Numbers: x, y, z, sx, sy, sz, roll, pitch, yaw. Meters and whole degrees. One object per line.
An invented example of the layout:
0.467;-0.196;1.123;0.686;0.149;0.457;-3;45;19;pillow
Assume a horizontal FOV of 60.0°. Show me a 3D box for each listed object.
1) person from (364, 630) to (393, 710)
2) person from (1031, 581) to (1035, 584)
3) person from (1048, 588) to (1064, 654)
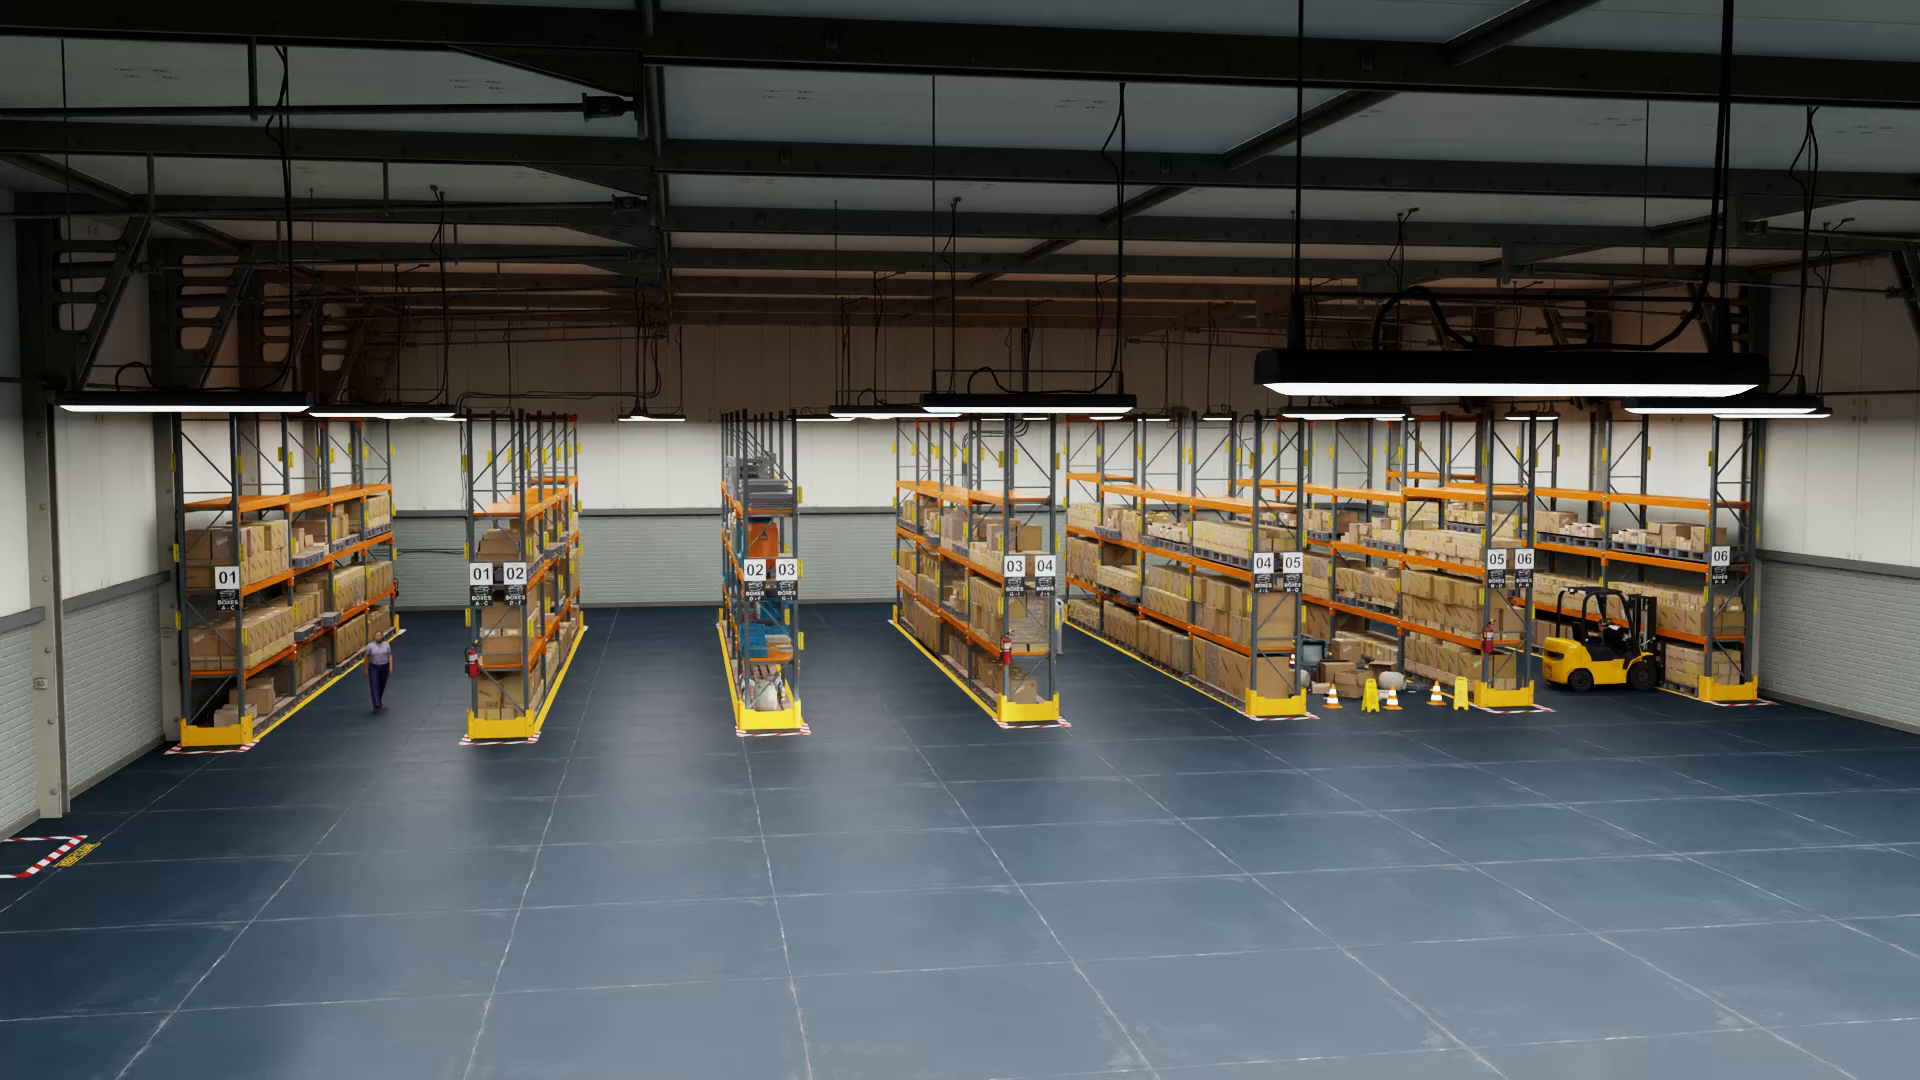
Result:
-11.598;2.596;33.211;0.529;1.572;1.053;-3;5;-39;person
2.079;1.497;48.820;0.466;1.623;0.690;3;5;35;person
2.353;1.993;41.486;0.527;1.626;1.049;-1;4;-10;person
